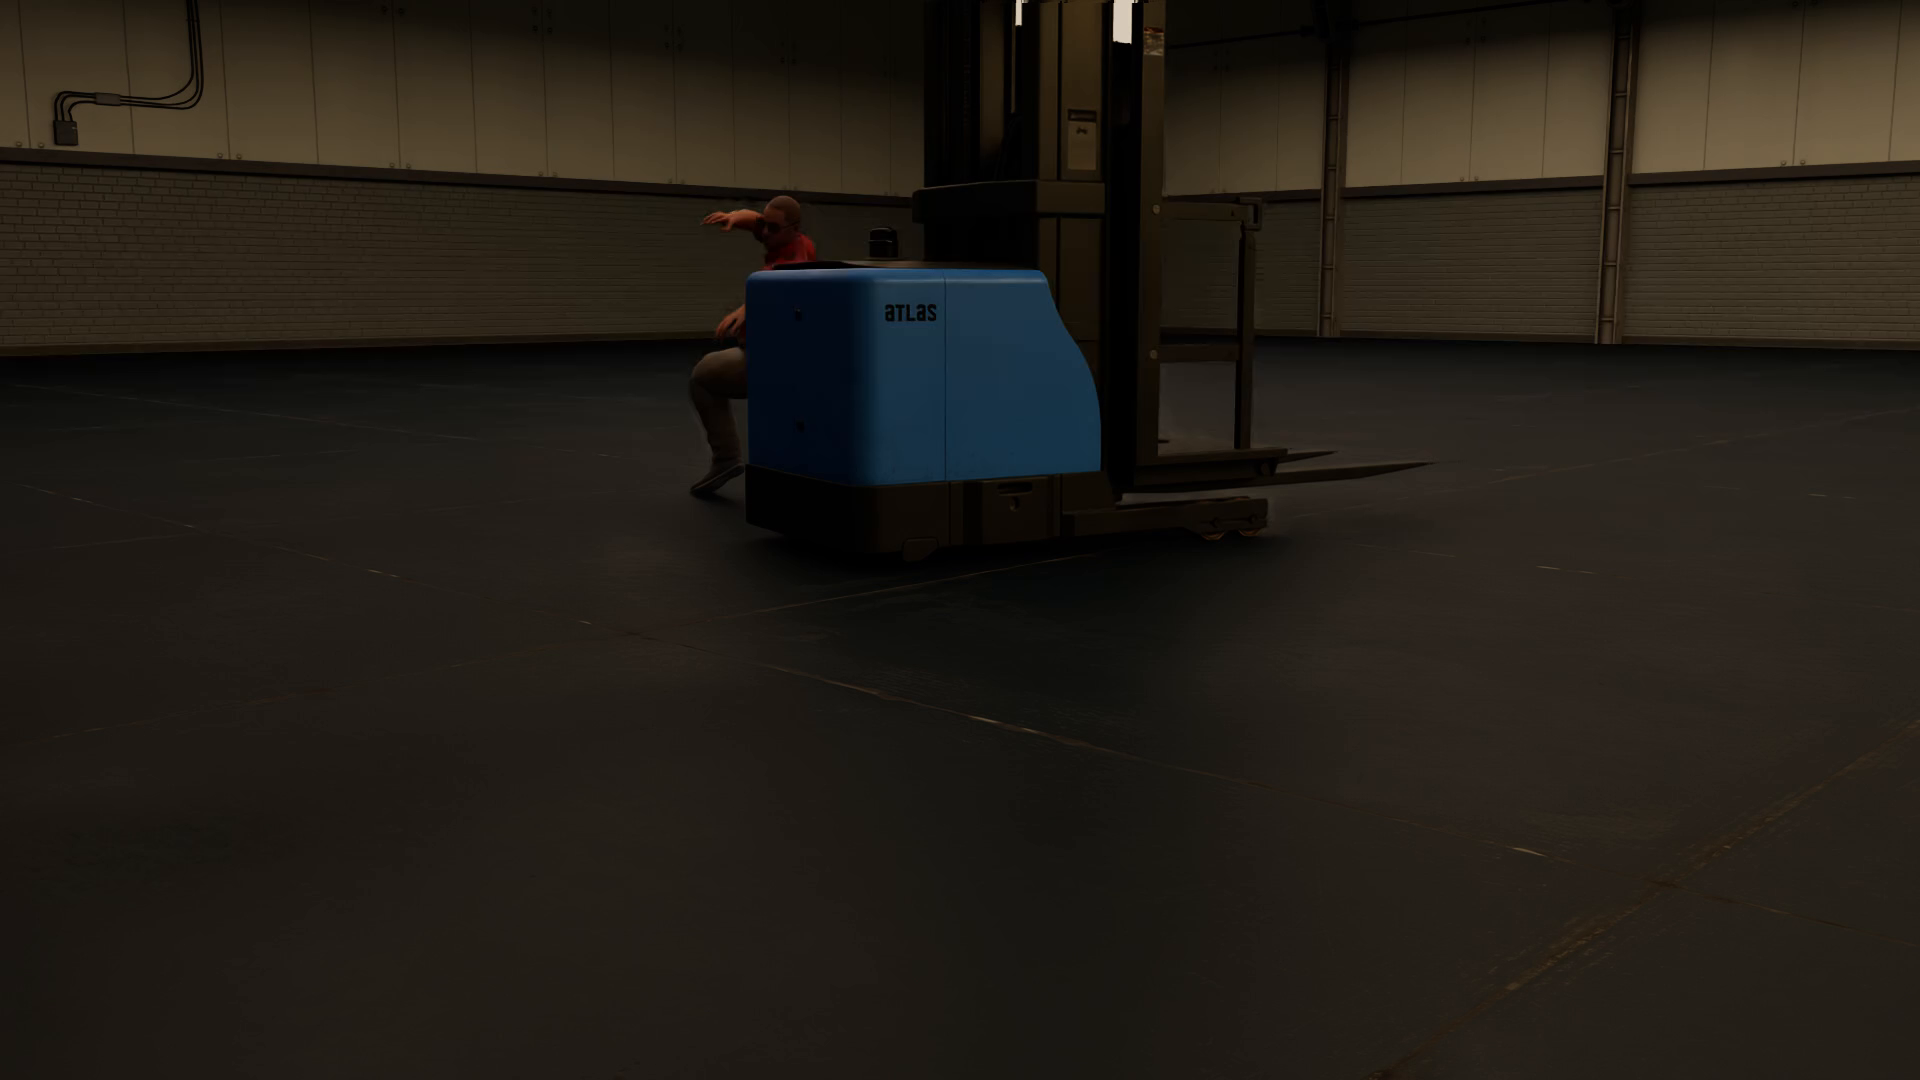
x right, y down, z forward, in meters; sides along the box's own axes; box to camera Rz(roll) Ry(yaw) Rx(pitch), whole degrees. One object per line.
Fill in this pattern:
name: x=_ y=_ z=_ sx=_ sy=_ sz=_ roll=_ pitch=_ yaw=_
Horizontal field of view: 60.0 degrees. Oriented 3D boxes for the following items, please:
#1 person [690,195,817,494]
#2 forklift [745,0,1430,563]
person: x=-1.057 y=-0.871 z=7.752 sx=0.956 sy=1.447 sz=0.977 roll=6 pitch=10 yaw=35
forklift: x=0.666 y=-1.506 z=6.875 sx=3.031 sy=2.935 sz=1.130 roll=-5 pitch=10 yaw=-31
